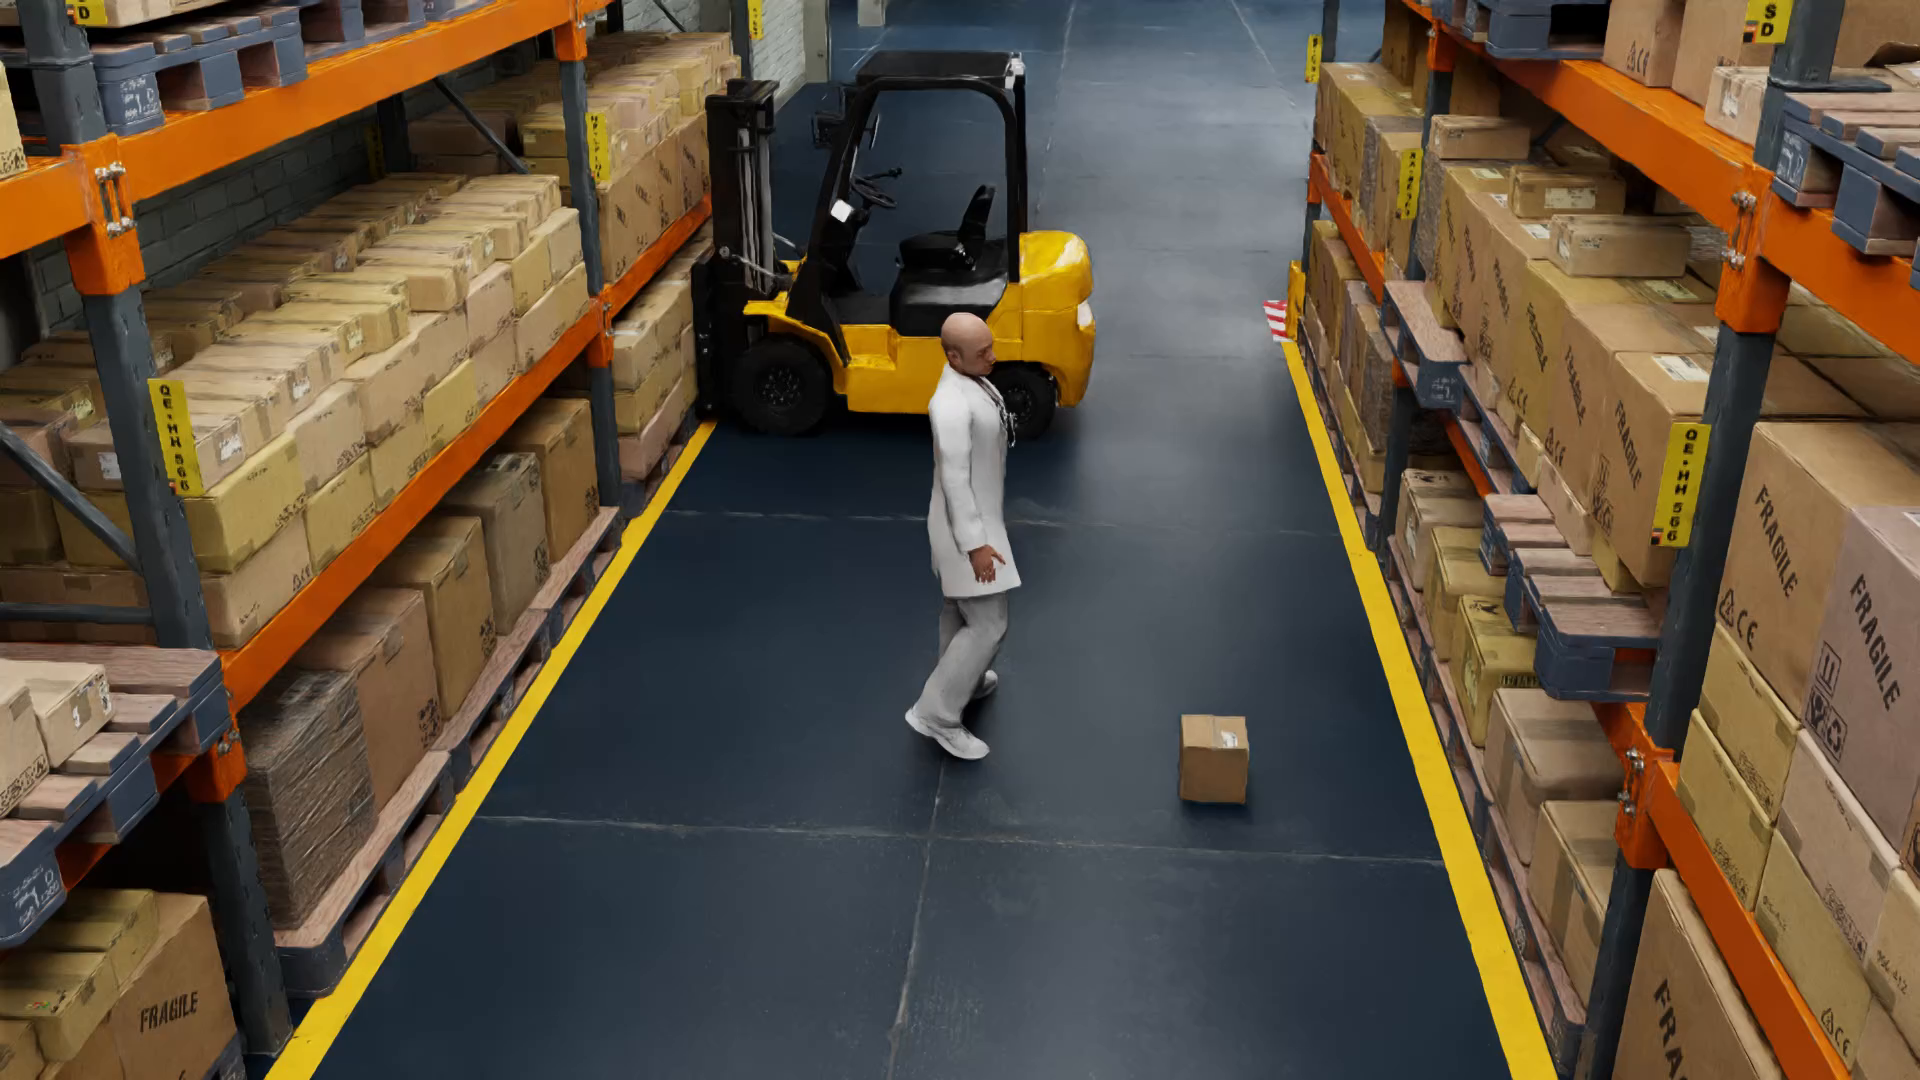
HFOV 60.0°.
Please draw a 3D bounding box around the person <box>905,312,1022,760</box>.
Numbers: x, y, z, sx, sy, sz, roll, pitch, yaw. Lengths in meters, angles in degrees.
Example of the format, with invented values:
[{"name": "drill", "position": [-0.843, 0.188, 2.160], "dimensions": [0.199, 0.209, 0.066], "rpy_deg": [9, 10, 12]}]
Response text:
[{"name": "person", "position": [0.021, -0.051, 6.692], "dimensions": [0.467, 1.803, 0.674], "rpy_deg": [1, 24, 2]}]
